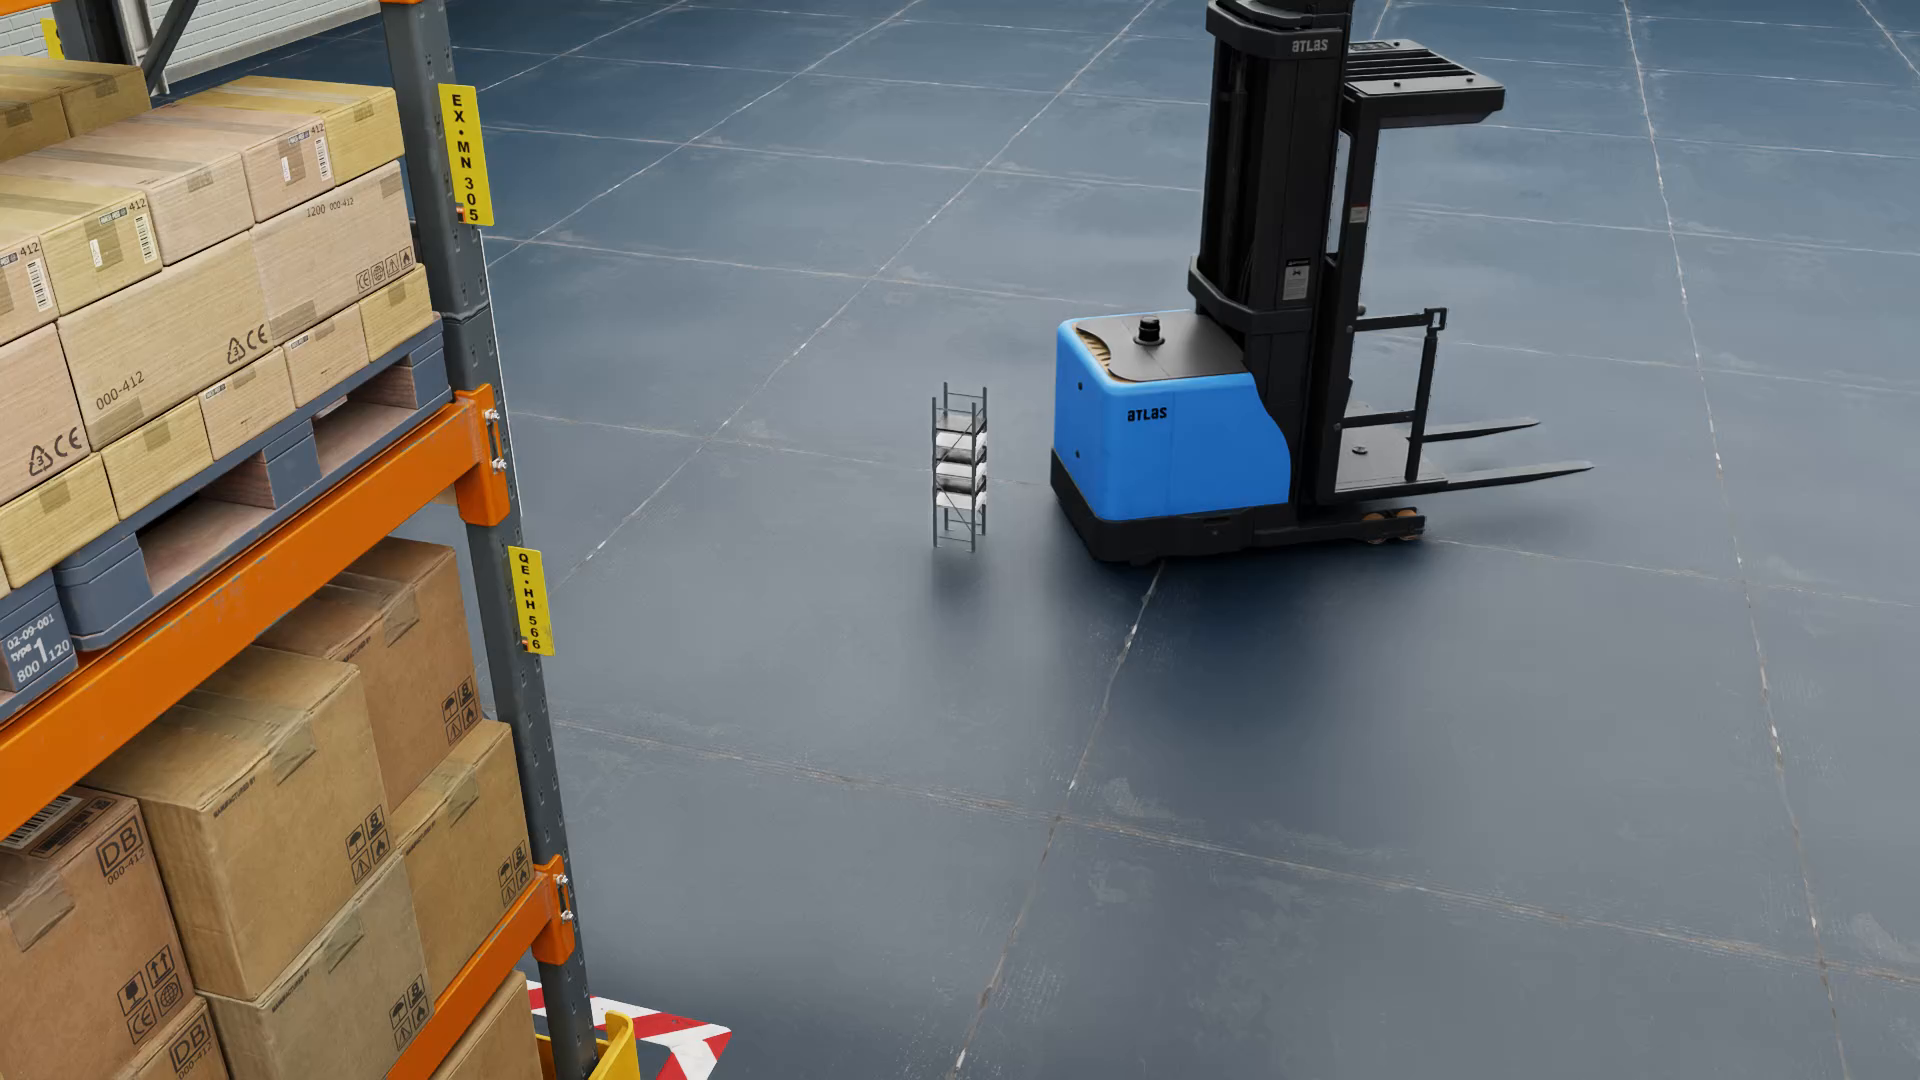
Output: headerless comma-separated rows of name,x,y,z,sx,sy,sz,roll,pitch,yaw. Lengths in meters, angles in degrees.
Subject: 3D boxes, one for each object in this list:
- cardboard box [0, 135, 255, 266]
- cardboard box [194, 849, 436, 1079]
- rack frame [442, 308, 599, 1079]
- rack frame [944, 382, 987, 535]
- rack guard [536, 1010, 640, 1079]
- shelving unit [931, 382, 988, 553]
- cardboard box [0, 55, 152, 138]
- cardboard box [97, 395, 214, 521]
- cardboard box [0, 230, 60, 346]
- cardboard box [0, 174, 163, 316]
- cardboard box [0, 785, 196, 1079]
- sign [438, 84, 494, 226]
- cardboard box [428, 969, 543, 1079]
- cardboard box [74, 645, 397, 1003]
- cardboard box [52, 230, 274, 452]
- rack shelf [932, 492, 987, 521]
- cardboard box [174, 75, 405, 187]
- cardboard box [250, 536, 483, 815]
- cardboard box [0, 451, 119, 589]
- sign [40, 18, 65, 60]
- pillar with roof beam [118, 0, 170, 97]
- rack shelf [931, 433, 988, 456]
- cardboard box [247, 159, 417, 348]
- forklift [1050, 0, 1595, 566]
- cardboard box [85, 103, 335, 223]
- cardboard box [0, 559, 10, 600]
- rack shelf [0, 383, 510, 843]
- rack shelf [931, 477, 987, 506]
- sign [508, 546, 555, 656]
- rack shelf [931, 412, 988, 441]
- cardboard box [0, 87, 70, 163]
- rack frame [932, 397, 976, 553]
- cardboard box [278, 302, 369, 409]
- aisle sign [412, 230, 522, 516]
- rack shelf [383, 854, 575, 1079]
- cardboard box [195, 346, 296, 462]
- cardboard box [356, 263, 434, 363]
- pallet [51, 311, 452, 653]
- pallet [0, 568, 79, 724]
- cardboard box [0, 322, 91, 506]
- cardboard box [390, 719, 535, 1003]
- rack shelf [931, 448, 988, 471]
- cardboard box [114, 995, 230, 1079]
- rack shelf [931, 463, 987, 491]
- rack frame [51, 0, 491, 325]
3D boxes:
cardboard box,-1.584,-0.646,3.144,0.380,0.149,0.250,9,30,16
cardboard box,-1.865,1.063,4.100,0.875,0.550,0.550,8,30,15
rack frame,-1.659,0.691,4.923,1.000,3.000,0.127,8,30,15
rack frame,0.027,-0.437,9.109,0.240,0.900,0.006,8,30,15
rack guard,-1.652,1.772,5.551,1.175,0.500,0.348,8,30,15
shelving unit,-0.002,-0.389,9.024,0.258,0.900,0.210,8,30,15
cardboard box,-2.061,-0.976,3.738,0.380,0.149,0.250,9,30,15
cardboard box,-1.657,-0.181,3.128,0.380,0.149,0.250,9,30,15
cardboard box,-1.733,-0.410,2.719,0.380,0.149,0.250,9,30,15
cardboard box,-1.658,-0.526,2.927,0.380,0.149,0.250,9,30,16
cardboard box,-2.173,0.830,3.408,0.875,0.550,0.550,8,30,15
sign,-1.145,-0.889,3.847,0.100,0.325,0.005,8,30,15
cardboard box,-1.795,1.760,4.754,0.875,0.875,0.875,9,30,15
cardboard box,-1.878,0.589,3.841,0.875,0.550,0.550,8,30,15
cardboard box,-1.683,-0.412,3.133,0.500,0.250,0.500,9,30,15
rack shelf,-0.002,-0.203,9.128,0.258,0.077,0.200,8,30,15
cardboard box,-1.434,-0.881,3.566,0.380,0.149,0.250,9,30,15
cardboard box,-1.805,0.320,4.324,0.875,0.550,0.550,8,30,15
cardboard box,-1.732,-0.062,2.913,0.380,0.149,0.250,8,30,14
sign,-2.188,-1.119,4.110,0.100,0.325,0.005,8,30,15
pillar with roof beam,-4.595,-8.064,14.490,9.100,9.000,0.400,8,30,15
rack shelf,-0.002,-0.518,8.953,0.258,0.077,0.200,8,30,15
cardboard box,-1.536,-0.645,3.551,0.500,0.250,0.500,9,30,16
forklift,2.098,-1.502,8.935,3.031,2.935,1.130,-6,30,-11
cardboard box,-1.508,-0.765,3.358,0.380,0.149,0.250,9,30,15
cardboard box,-1.806,0.056,2.703,0.380,0.149,0.250,9,30,15
rack shelf,-2.246,0.624,2.698,1.077,0.370,4.000,8,30,15
rack shelf,-0.002,-0.282,9.084,0.258,0.077,0.200,8,30,15
sign,-1.145,0.165,4.433,0.100,0.325,0.005,8,30,15
rack shelf,-0.002,-0.596,8.909,0.258,0.077,0.200,8,30,15
cardboard box,-2.136,-0.860,3.528,0.380,0.149,0.250,9,30,15
rack frame,-0.032,-0.342,8.940,0.240,0.900,0.006,8,30,15
cardboard box,-1.508,-0.418,3.554,0.380,0.149,0.250,9,30,15
aisle sign,-1.352,-0.436,4.273,0.394,0.787,0.004,8,30,15
rack shelf,-2.246,1.934,3.427,1.077,0.370,4.000,8,30,15
cardboard box,-1.582,-0.298,3.339,0.380,0.149,0.250,9,30,16
cardboard box,-1.433,-0.535,3.764,0.380,0.149,0.250,8,30,15
pallet,-1.867,-0.235,3.593,1.003,0.211,1.213,8,30,15
pallet,-2.223,0.334,2.571,1.003,0.211,1.213,8,30,15
cardboard box,-1.832,-0.179,2.714,0.500,0.250,0.500,8,30,15
cardboard box,-1.725,0.804,4.565,0.875,0.550,0.550,8,30,15
rack shelf,-0.002,-0.439,8.997,0.258,0.077,0.200,8,30,15
cardboard box,-2.150,1.305,3.664,0.875,0.550,0.550,8,30,15
rack shelf,-0.002,-0.360,9.041,0.258,0.077,0.200,8,30,15
rack frame,-1.659,-1.931,3.465,1.000,3.000,0.127,8,30,15
